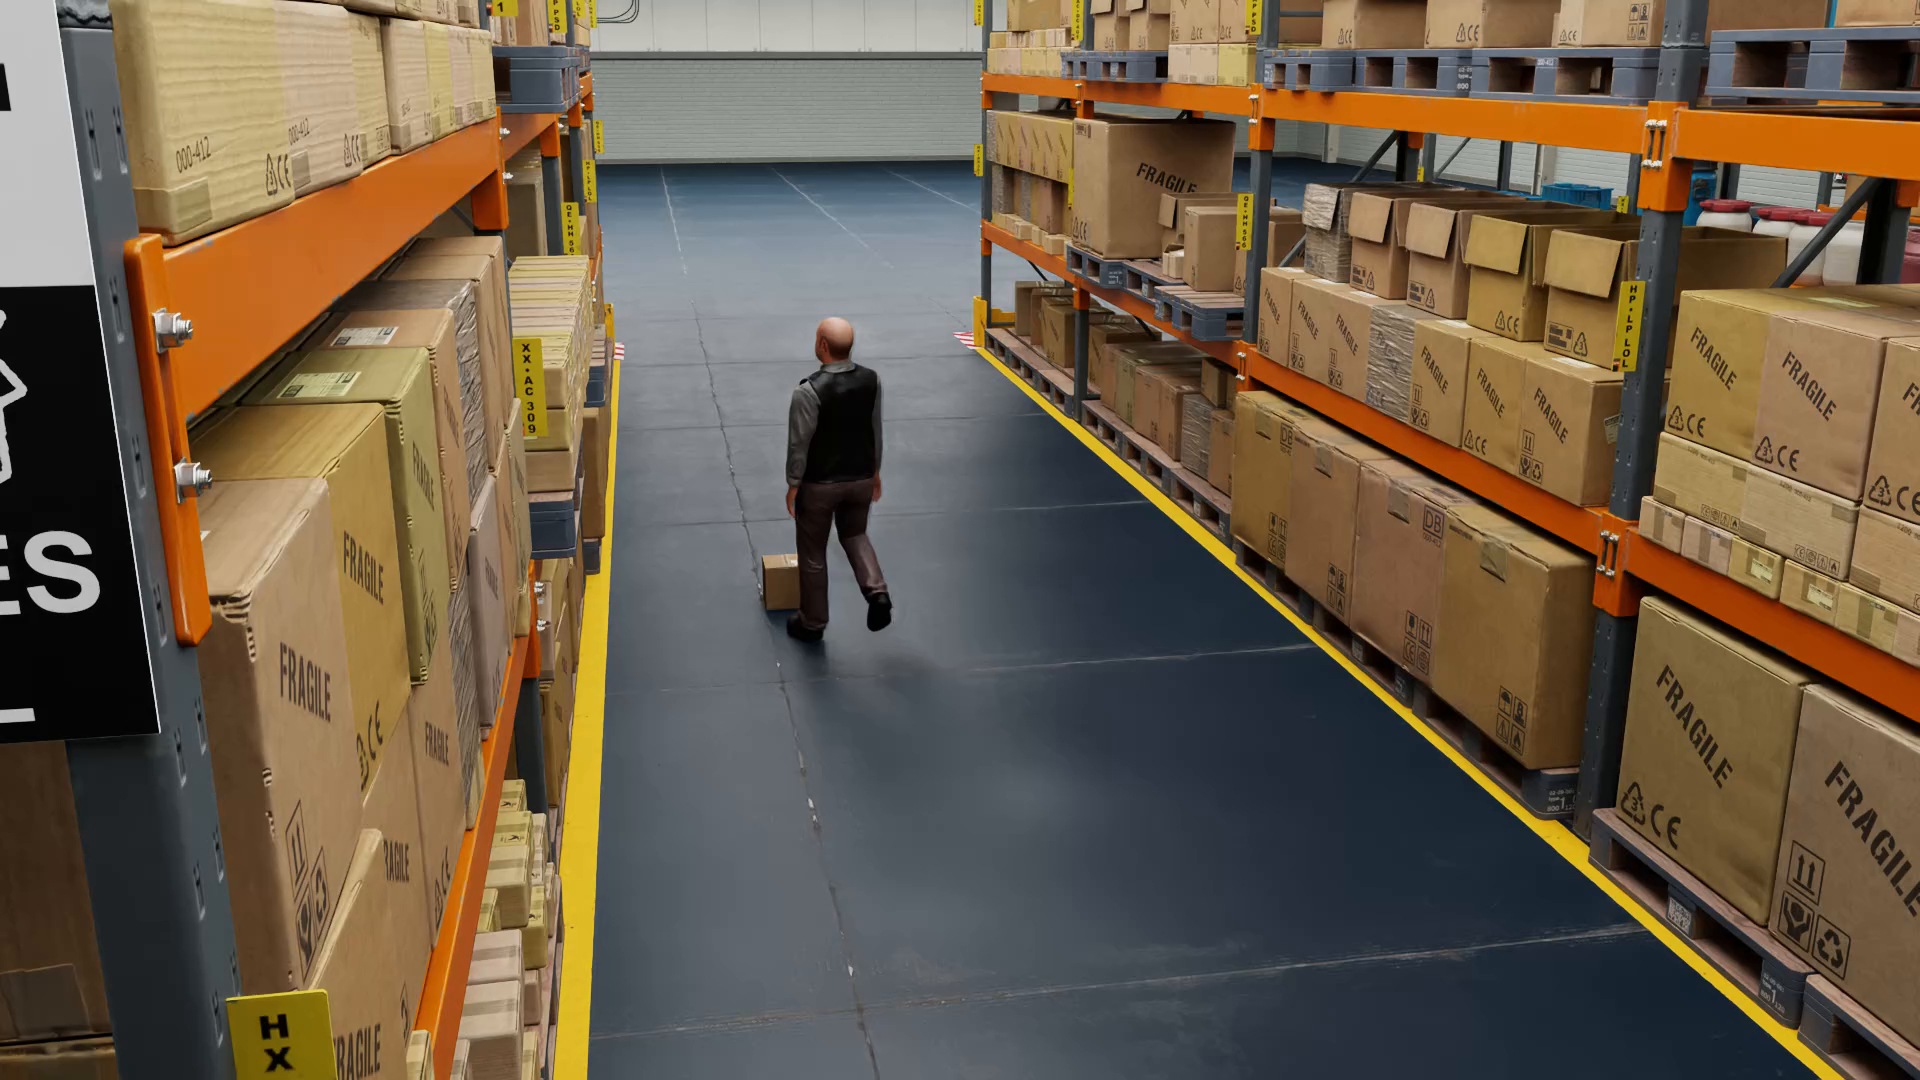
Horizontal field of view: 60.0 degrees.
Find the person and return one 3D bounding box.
[{"bbox_3d":[-0.661,-0.301,8.538,0.570,1.712,0.637,-11,19,-33],"label":"person"}]
